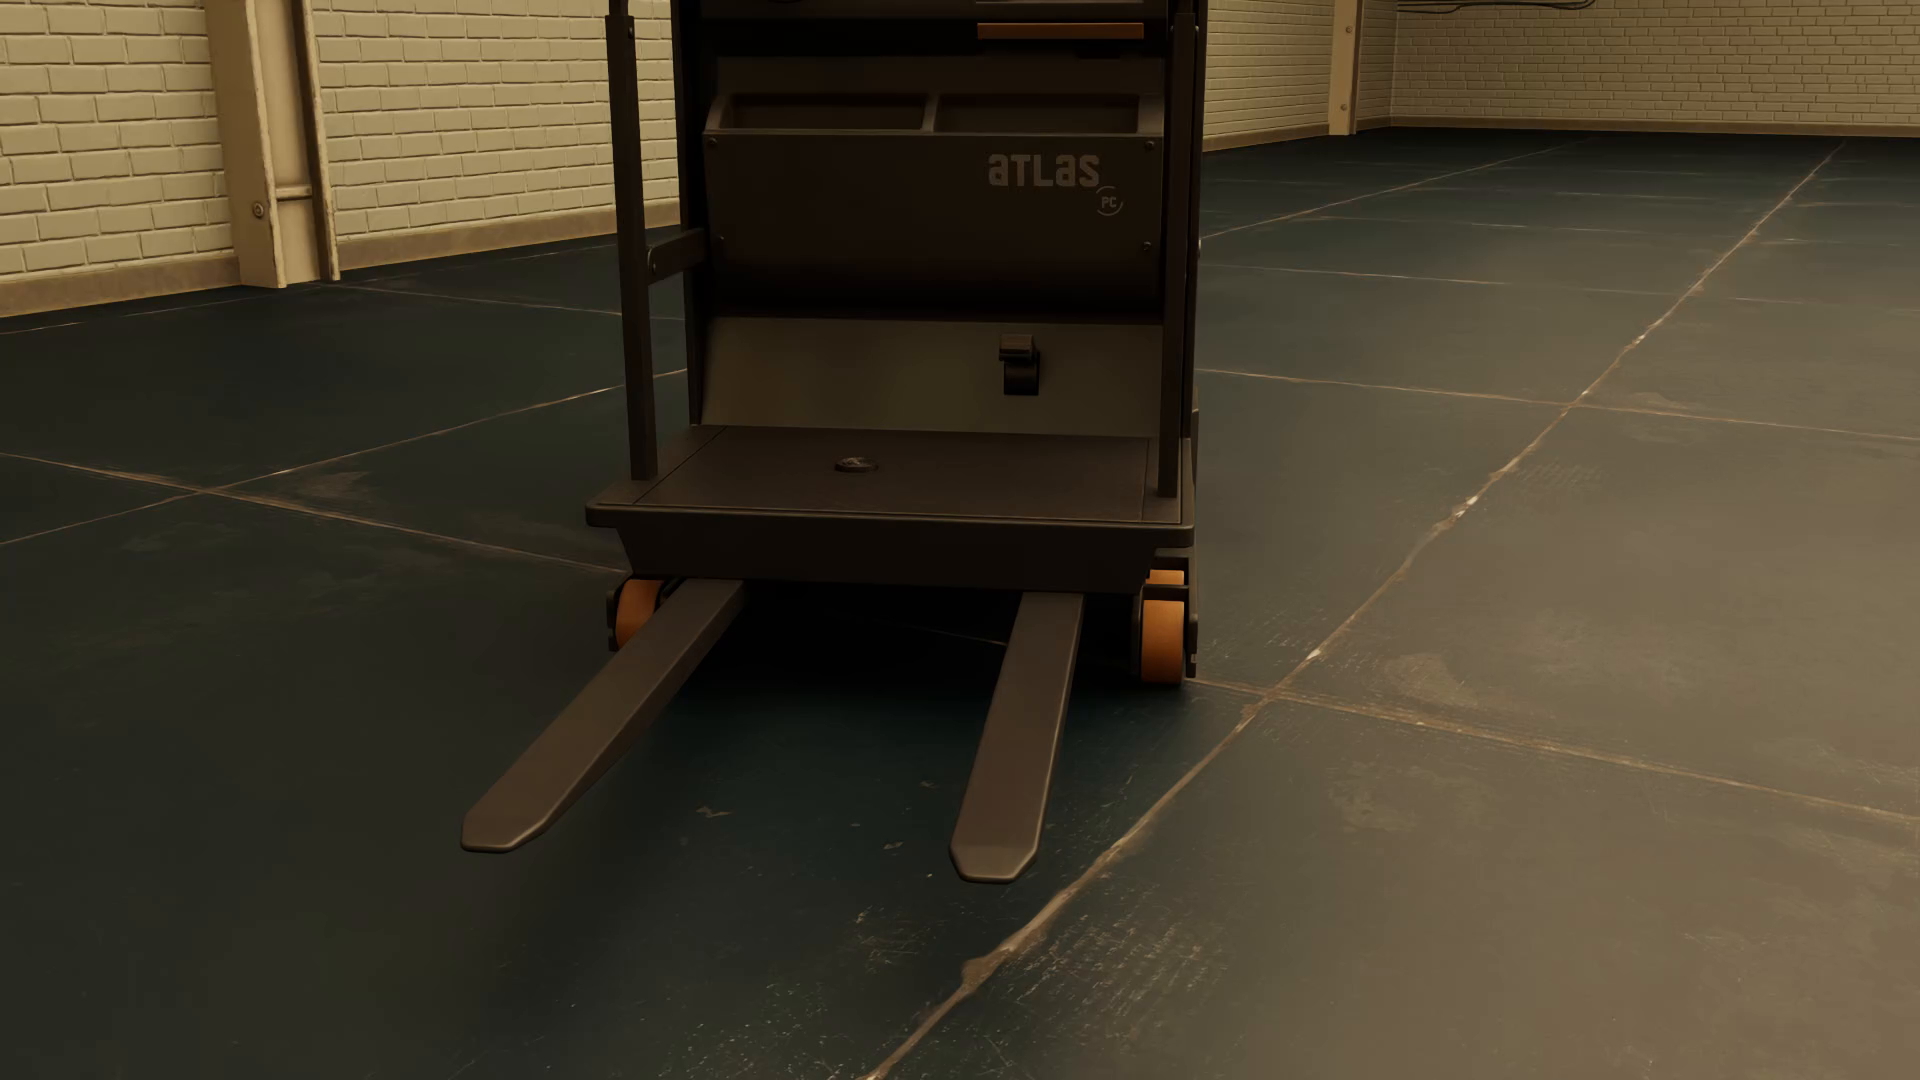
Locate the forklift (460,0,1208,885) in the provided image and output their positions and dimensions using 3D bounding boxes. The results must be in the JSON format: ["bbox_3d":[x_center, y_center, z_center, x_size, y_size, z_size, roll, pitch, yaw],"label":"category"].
[{"bbox_3d":[-0.078,-1.236,3.048,1.130,2.935,3.031,2,17,7],"label":"forklift"}]
